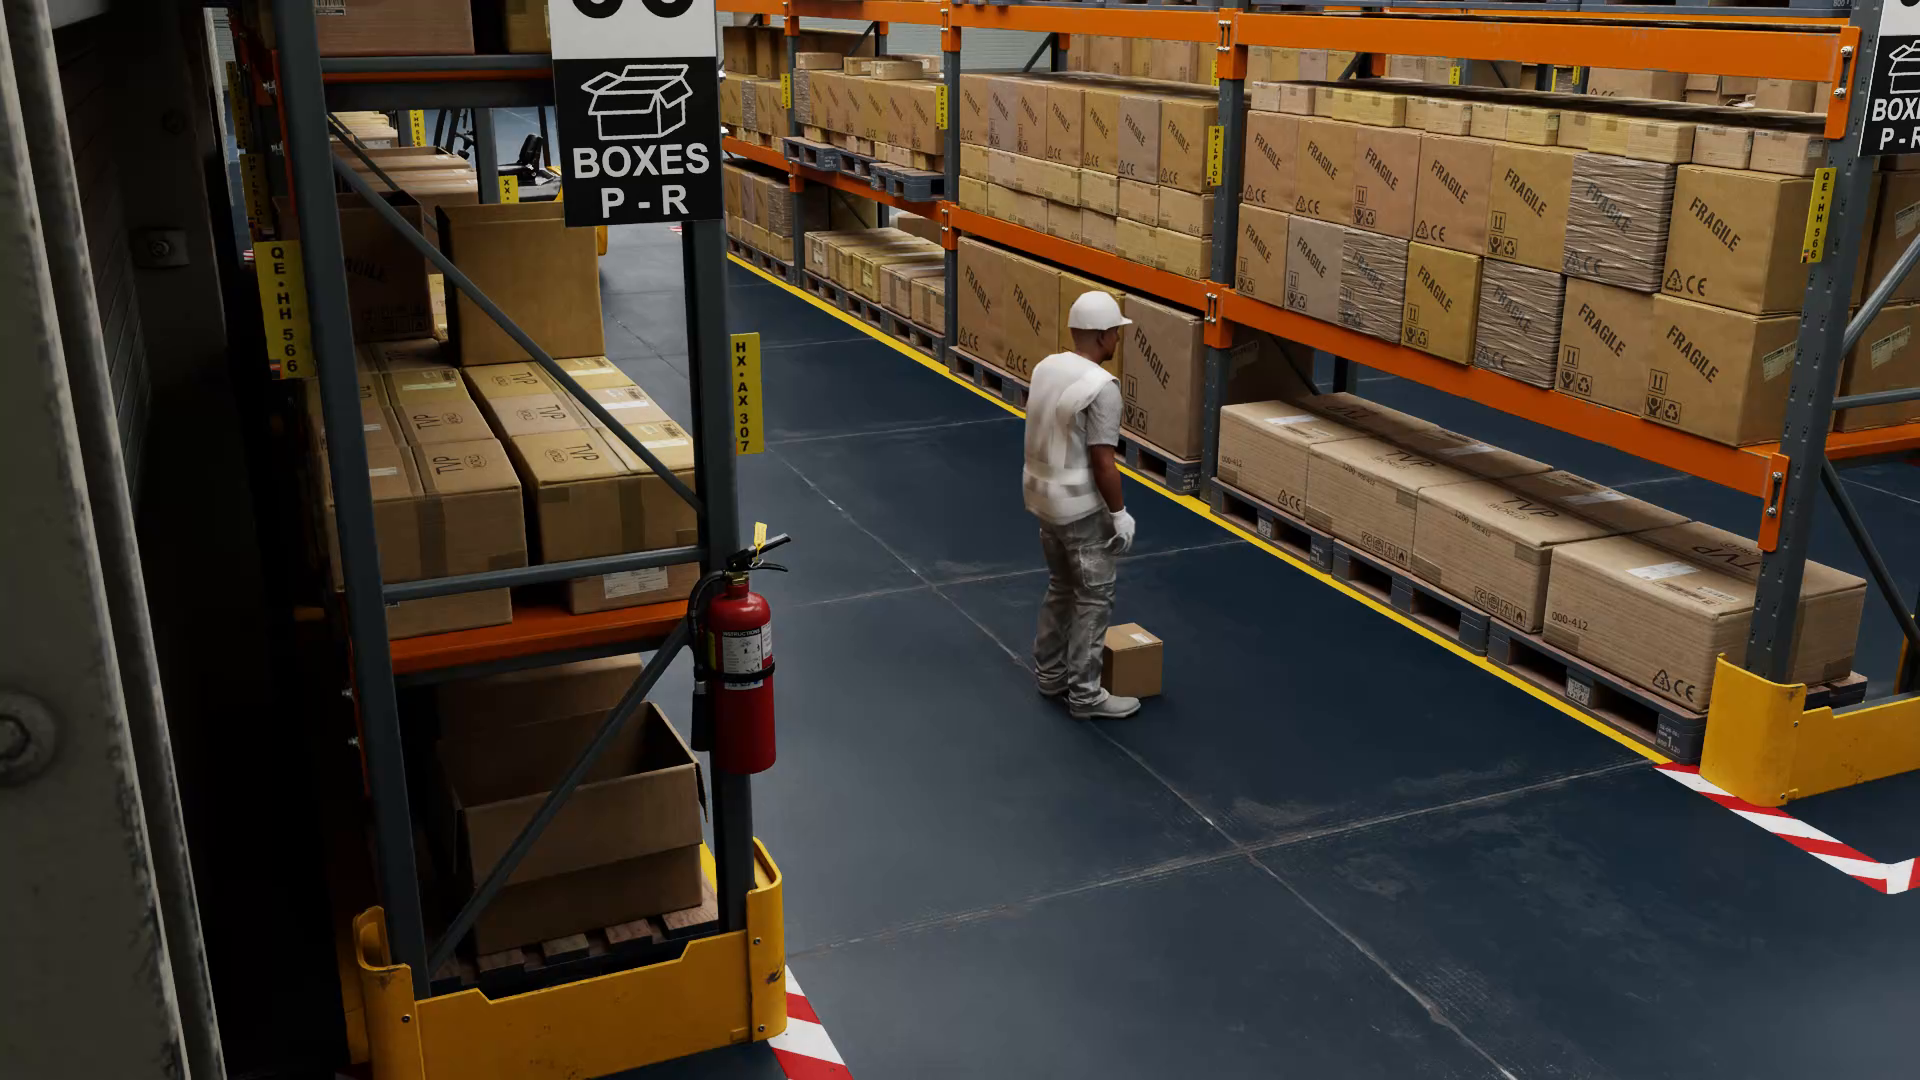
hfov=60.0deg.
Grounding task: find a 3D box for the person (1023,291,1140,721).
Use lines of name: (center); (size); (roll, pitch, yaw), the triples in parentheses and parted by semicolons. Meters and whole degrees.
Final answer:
person: (0.507, -0.152, 6.992); (0.445, 1.775, 0.632); (-9, 21, -24)
